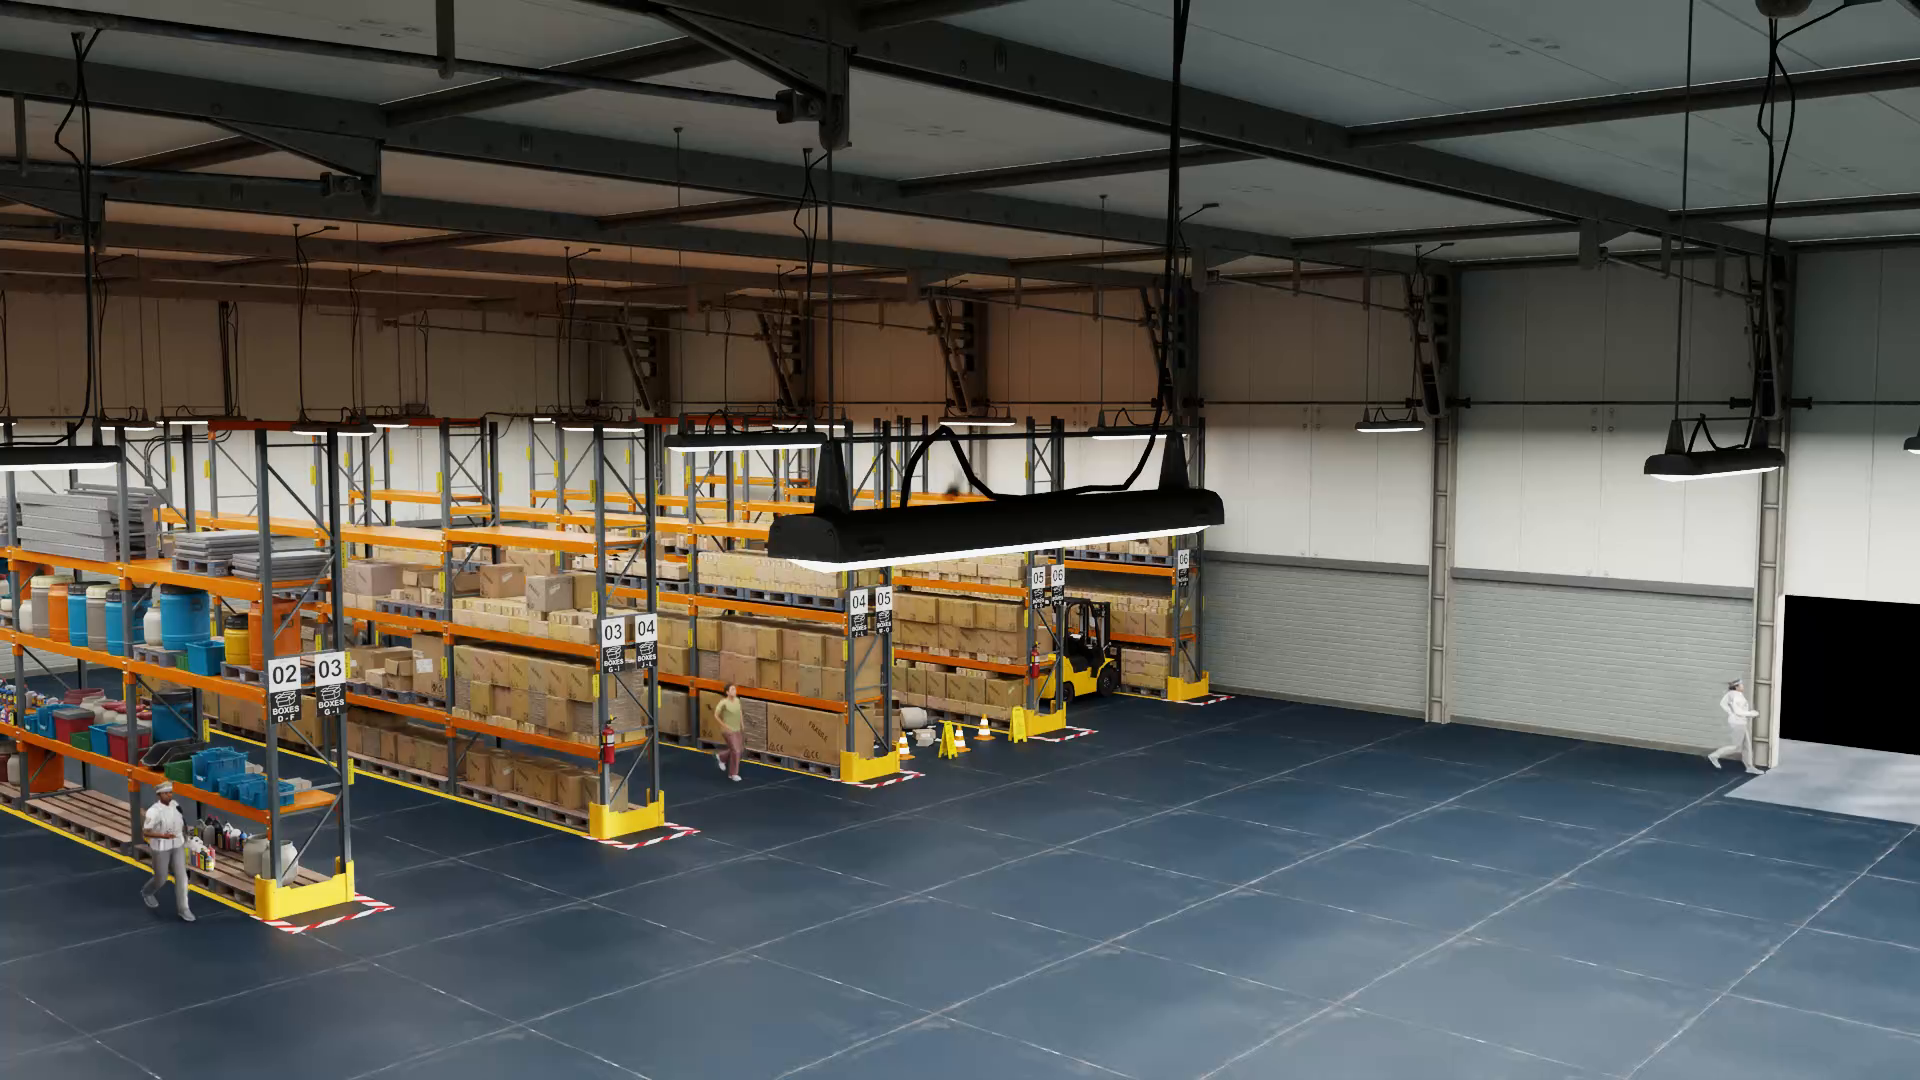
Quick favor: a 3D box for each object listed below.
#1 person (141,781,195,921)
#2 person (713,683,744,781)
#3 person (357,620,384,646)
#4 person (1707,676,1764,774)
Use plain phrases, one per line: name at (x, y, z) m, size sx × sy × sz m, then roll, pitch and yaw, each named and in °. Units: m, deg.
person at (-9.727, 3.783, 20.383) m, size 0.920 × 1.694 × 0.581 m, roll 3°, pitch 6°, yaw 33°
person at (-3.904, 3.200, 27.964) m, size 0.642 × 1.633 × 0.605 m, roll 3°, pitch 6°, yaw 36°
person at (-12.549, 2.538, 35.424) m, size 0.662 × 1.756 × 0.890 m, roll -4°, pitch 6°, yaw -43°
person at (13.173, 3.126, 28.192) m, size 0.904 × 1.669 × 0.618 m, roll 2°, pitch 5°, yaw 18°
